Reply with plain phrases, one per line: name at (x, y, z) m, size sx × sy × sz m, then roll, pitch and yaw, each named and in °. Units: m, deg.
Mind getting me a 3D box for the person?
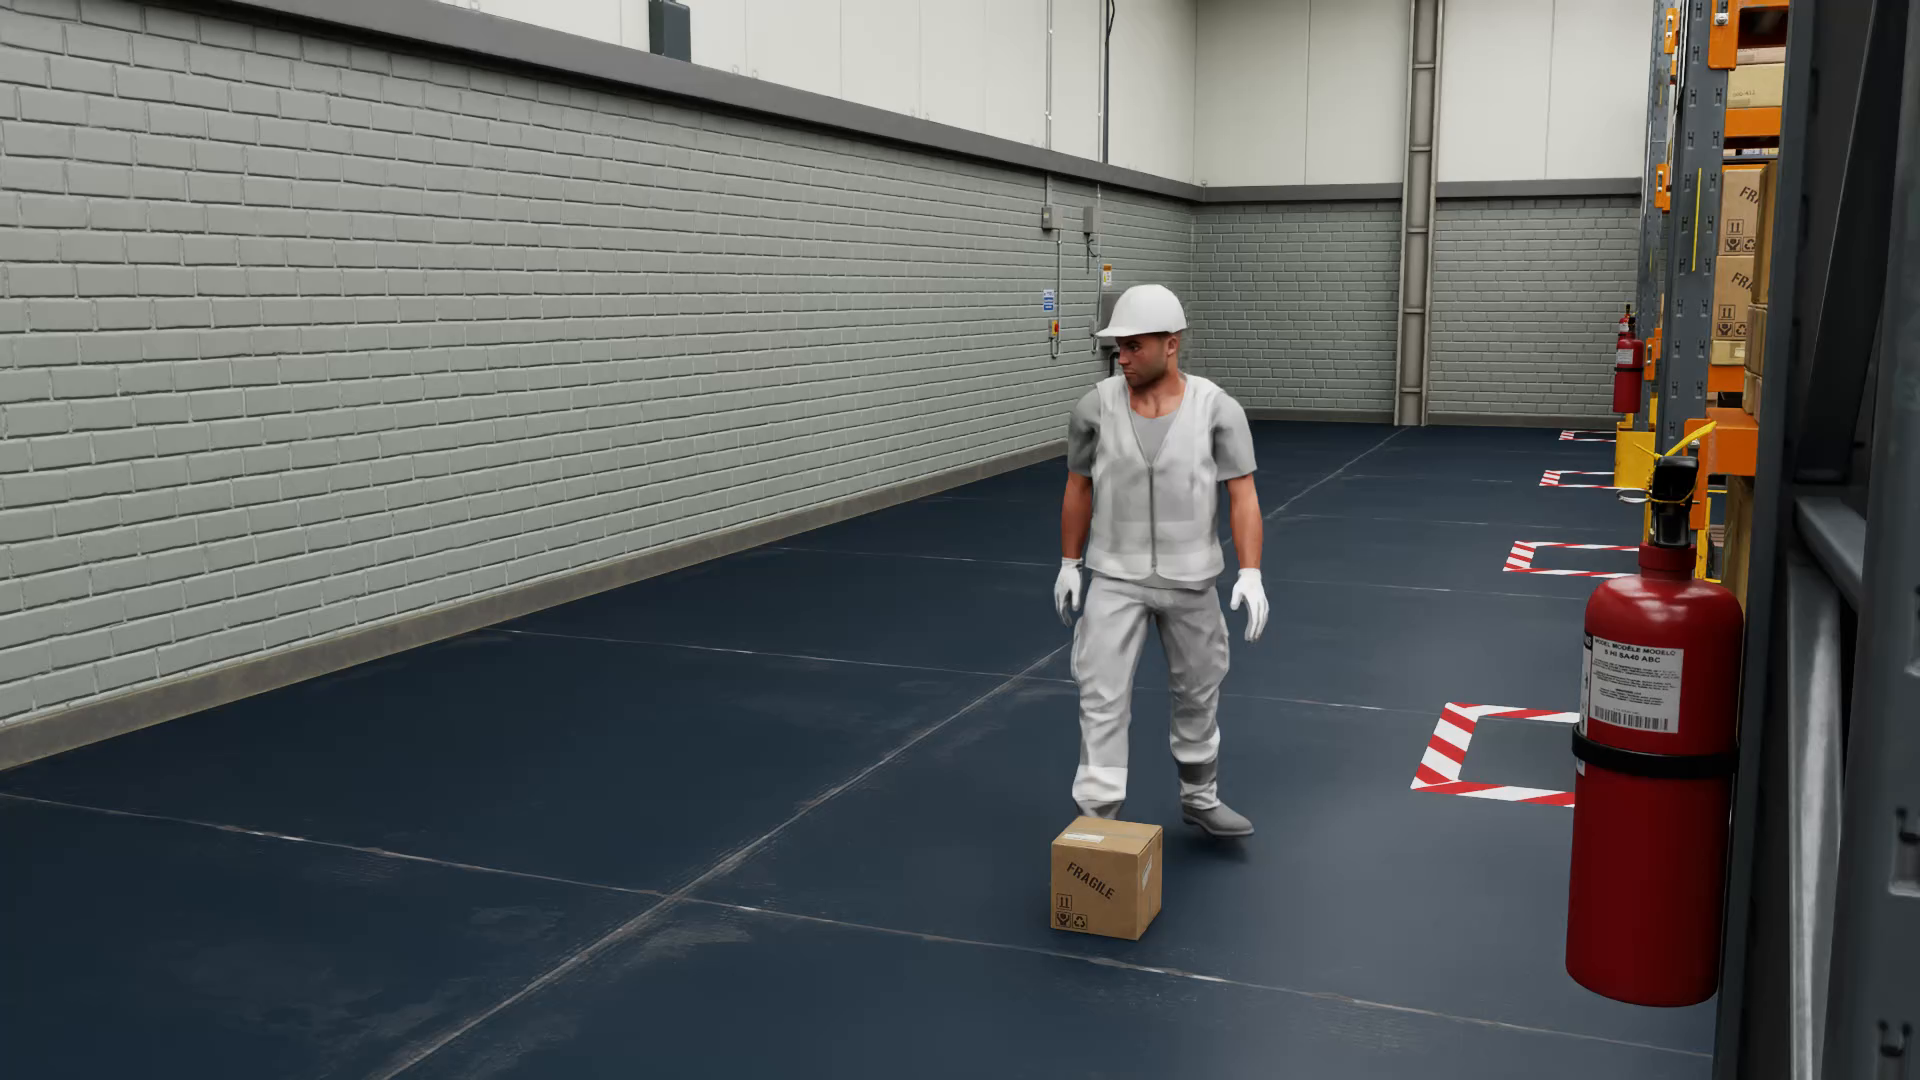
person at (0.593, 0.131, 4.917) m, size 0.636 × 1.752 × 0.891 m, roll 1°, pitch 9°, yaw 4°
